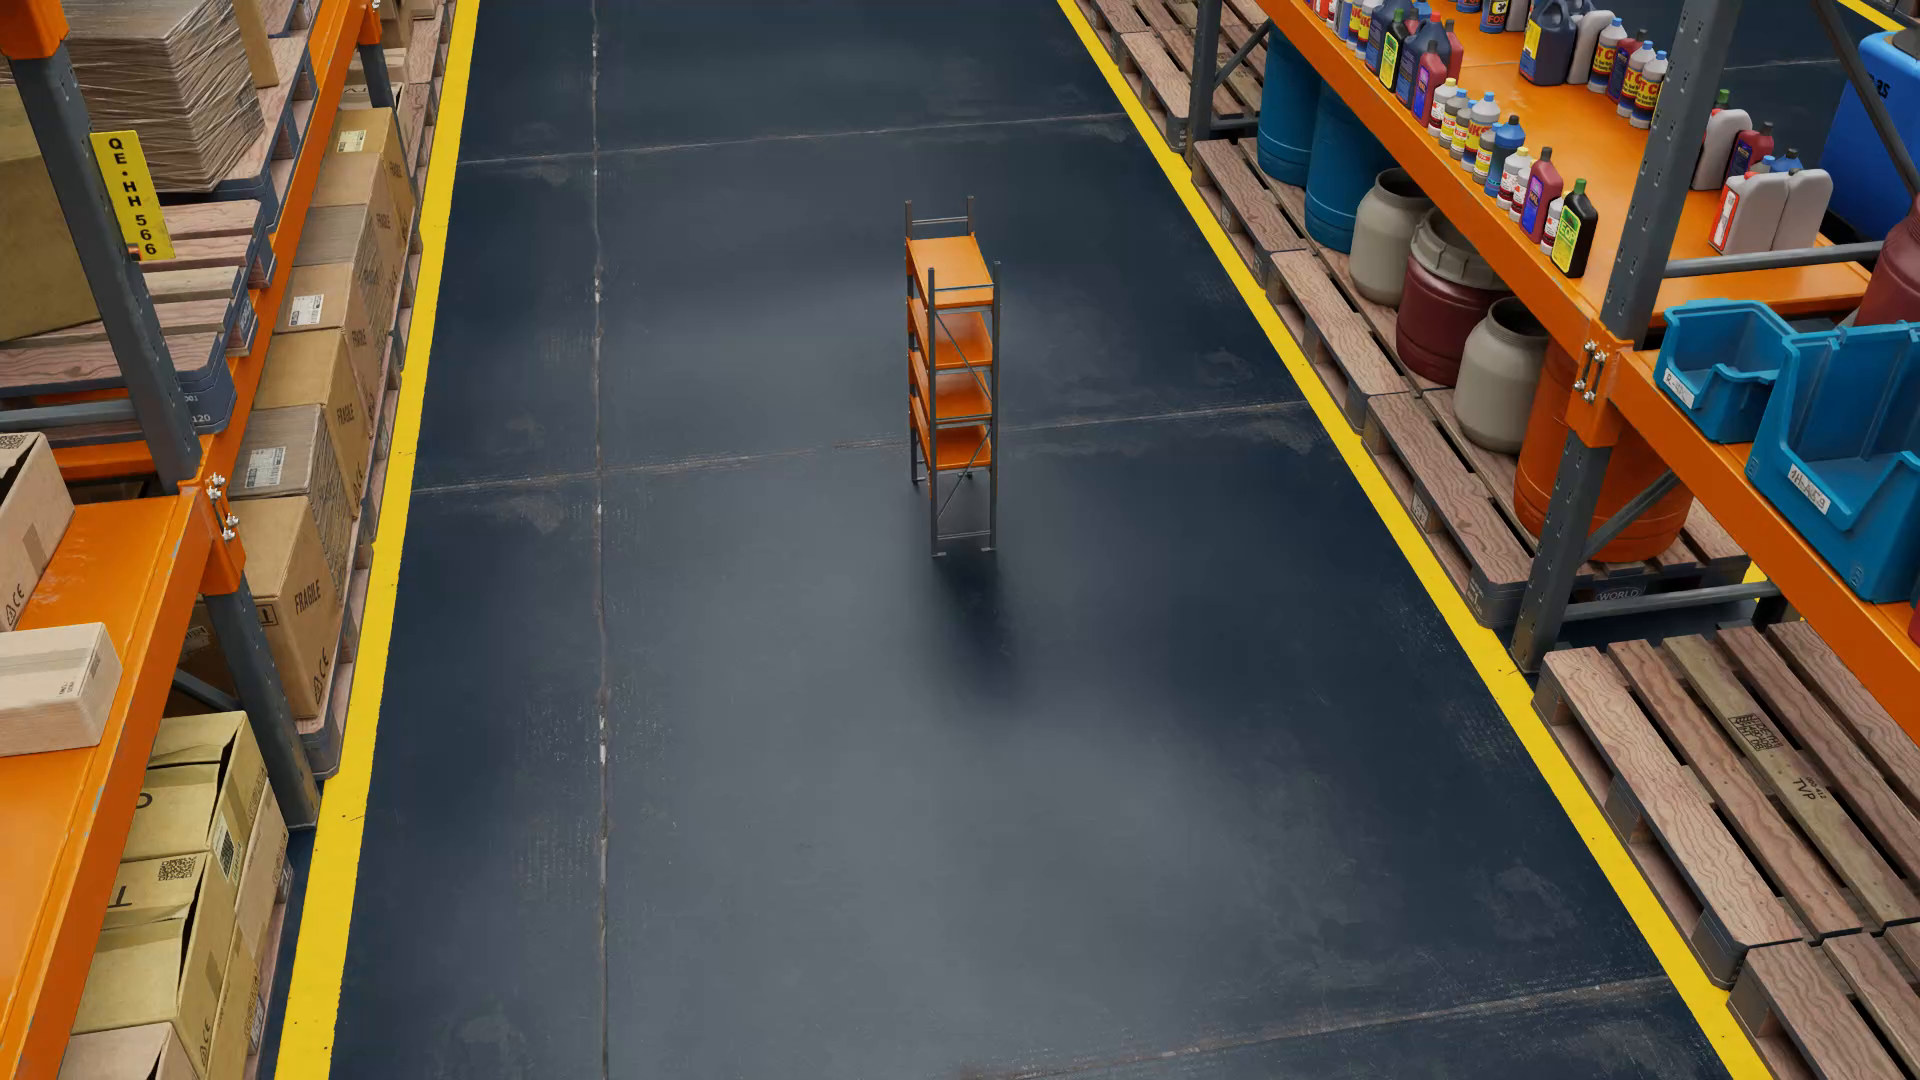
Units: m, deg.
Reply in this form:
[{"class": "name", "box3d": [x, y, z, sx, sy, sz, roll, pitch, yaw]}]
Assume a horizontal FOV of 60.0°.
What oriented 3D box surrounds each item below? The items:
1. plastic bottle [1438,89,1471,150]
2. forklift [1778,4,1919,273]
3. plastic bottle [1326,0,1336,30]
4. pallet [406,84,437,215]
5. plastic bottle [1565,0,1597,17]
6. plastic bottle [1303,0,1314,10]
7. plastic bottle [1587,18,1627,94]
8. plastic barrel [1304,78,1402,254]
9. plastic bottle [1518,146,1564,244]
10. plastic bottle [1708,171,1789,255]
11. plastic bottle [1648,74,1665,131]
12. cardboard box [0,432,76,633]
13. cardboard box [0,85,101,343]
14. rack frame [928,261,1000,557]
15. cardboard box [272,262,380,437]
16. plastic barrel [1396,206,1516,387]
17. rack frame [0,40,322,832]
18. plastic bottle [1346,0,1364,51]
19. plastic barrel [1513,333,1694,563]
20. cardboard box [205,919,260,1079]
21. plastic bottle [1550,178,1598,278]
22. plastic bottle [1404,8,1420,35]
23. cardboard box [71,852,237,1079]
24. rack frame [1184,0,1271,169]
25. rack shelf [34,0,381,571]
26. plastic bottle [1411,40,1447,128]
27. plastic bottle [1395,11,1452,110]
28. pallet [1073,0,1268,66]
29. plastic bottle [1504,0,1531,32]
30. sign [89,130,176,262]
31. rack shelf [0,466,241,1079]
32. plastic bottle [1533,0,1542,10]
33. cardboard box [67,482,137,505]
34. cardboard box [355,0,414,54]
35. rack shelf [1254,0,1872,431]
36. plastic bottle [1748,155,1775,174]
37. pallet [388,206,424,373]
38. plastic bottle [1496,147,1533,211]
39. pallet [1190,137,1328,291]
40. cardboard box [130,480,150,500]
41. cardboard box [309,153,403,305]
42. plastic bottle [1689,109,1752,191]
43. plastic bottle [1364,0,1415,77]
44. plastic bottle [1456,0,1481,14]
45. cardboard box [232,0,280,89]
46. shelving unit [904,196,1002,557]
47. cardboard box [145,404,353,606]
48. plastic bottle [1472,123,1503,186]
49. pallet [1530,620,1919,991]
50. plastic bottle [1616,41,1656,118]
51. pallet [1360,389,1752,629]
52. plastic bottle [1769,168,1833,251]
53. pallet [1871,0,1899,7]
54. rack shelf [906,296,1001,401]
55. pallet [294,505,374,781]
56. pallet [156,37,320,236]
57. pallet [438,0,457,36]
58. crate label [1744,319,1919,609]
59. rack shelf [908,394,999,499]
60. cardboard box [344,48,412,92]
[{"class": "plastic bottle", "box3d": [1.762, -1.497, 5.894, 0.097, 0.201, 0.097, 0, 38, 0]}, {"class": "forklift", "box3d": [4.762, -1.913, 6.324, 1.130, 2.935, 3.031, -8, 39, -10]}, {"class": "plastic bottle", "box3d": [1.558, -2.198, 6.796, 0.097, 0.201, 0.097, 0, 38, 0]}, {"class": "pallet", "box3d": [-3.300, -2.012, 8.668, 1.003, 0.211, 1.213, -6, 38, -8]}, {"class": "plastic bottle", "box3d": [2.373, -2.024, 6.451, 0.144, 0.351, 0.185, -6, 38, -8]}, {"class": "plastic bottle", "box3d": [1.496, -2.379, 6.963, 0.061, 0.283, 0.133, -6, 38, -8]}, {"class": "plastic bottle", "box3d": [2.444, -1.829, 6.264, 0.097, 0.271, 0.097, 0, 38, 0]}, {"class": "plastic barrel", "box3d": [1.899, -1.808, 7.500, 0.600, 0.901, 0.708, -6, 38, -8]}, {"class": "plastic bottle", "box3d": [1.866, -1.105, 5.322, 0.061, 0.283, 0.133, -6, 38, -8]}, {"class": "plastic bottle", "box3d": [2.490, -1.044, 5.250, 0.152, 0.276, 0.135, -6, 38, -8]}, {"class": "plastic bottle", "box3d": [2.540, -1.568, 5.918, 0.061, 0.283, 0.133, -6, 38, -8]}, {"class": "cardboard box", "box3d": [-2.459, -0.023, 3.907, 0.500, 0.311, 0.500, -4, 38, -5]}, {"class": "cardboard box", "box3d": [-2.701, -0.856, 4.483, 0.700, 0.500, 0.500, -19, 42, -23]}, {"class": "rack frame", "box3d": [0.014, -0.426, 5.821, 0.240, 1.200, 0.015, -6, 38, -8]}, {"class": "cardboard box", "box3d": [-2.555, -0.709, 6.396, 0.500, 0.500, 0.500, -7, 38, -9]}, {"class": "plastic barrel", "box3d": [2.097, -1.002, 6.719, 0.600, 0.588, 0.708, -6, 38, -8]}, {"class": "rack frame", "box3d": [-2.480, -0.283, 4.169, 1.000, 3.000, 0.127, -6, 38, -8]}, {"class": "plastic bottle", "box3d": [1.599, -2.085, 6.594, 0.097, 0.271, 0.097, 0, 38, 0]}, {"class": "plastic barrel", "box3d": [2.295, -0.416, 5.766, 0.600, 0.830, 0.708, -6, 38, -8]}, {"class": "cardboard box", "box3d": [-2.053, 1.240, 4.108, 0.500, 0.250, 0.500, -7, 38, -8]}, {"class": "plastic bottle", "box3d": [1.907, -0.965, 5.143, 0.061, 0.283, 0.133, -6, 38, -8]}, {"class": "plastic bottle", "box3d": [1.710, -1.855, 6.287, 0.061, 0.283, 0.133, -6, 38, -8]}, {"class": "cardboard box", "box3d": [-2.048, 1.019, 3.935, 0.500, 0.311, 0.500, -7, 38, -9]}, {"class": "rack frame", "box3d": [1.696, -3.229, 7.961, 1.000, 3.000, 0.127, -6, 38, -8]}, {"class": "rack shelf", "box3d": [-2.830, -1.206, 5.944, 1.077, 0.370, 4.000, -6, 38, -8]}, {"class": "plastic bottle", "box3d": [1.706, -1.656, 6.031, 0.061, 0.283, 0.133, -6, 38, -8]}, {"class": "plastic bottle", "box3d": [1.719, -1.783, 6.140, 0.144, 0.351, 0.185, -6, 38, -8]}, {"class": "pallet", "box3d": [1.312, -3.306, 10.334, 1.003, 0.211, 1.213, -6, 38, -8]}, {"class": "plastic bottle", "box3d": [2.300, -2.230, 6.777, 0.152, 0.276, 0.135, -6, 38, -8]}, {"class": "sign", "box3d": [-1.934, -0.801, 3.893, 0.100, 0.325, 0.005, -6, 38, -8]}, {"class": "rack shelf", "box3d": [-2.129, 1.210, 2.834, 1.077, 0.370, 4.000, -6, 38, -8]}, {"class": "plastic bottle", "box3d": [2.311, -2.074, 6.580, 0.097, 0.271, 0.097, 0, 38, 0]}, {"class": "cardboard box", "box3d": [-2.889, -0.338, 5.308, 0.500, 0.250, 0.500, -5, 38, -6]}, {"class": "cardboard box", "box3d": [-3.515, -3.021, 9.369, 0.797, 0.503, 0.637, -6, 38, -8]}, {"class": "rack shelf", "box3d": [2.047, -1.737, 6.627, 1.077, 0.370, 4.000, -6, 38, -8]}, {"class": "plastic bottle", "box3d": [2.630, -1.162, 5.463, 0.097, 0.201, 0.097, 0, 38, 0]}, {"class": "pallet", "box3d": [-3.001, -1.110, 7.507, 1.003, 0.211, 1.213, -6, 38, -8]}, {"class": "plastic bottle", "box3d": [1.847, -1.203, 5.515, 0.097, 0.201, 0.097, 0, 38, 0]}, {"class": "pallet", "box3d": [1.791, -1.657, 8.211, 1.003, 0.211, 1.213, -6, 38, -8]}, {"class": "cardboard box", "box3d": [-2.875, -0.009, 5.495, 0.500, 0.500, 0.500, -5, 38, -6]}, {"class": "cardboard box", "box3d": [-2.734, -1.318, 7.181, 0.500, 0.500, 0.500, -6, 38, -8]}, {"class": "plastic bottle", "box3d": [2.559, -1.340, 5.630, 0.152, 0.276, 0.135, -6, 38, -8]}, {"class": "plastic bottle", "box3d": [1.664, -1.975, 6.388, 0.144, 0.351, 0.185, -6, 38, -8]}, {"class": "plastic bottle", "box3d": [2.140, -2.344, 6.927, 0.097, 0.271, 0.097, 0, 38, 0]}, {"class": "cardboard box", "box3d": [-2.810, -1.843, 5.754, 0.700, 0.500, 0.500, -16, 41, -19]}, {"class": "shelving unit", "box3d": [-0.029, -0.574, 6.011, 0.258, 1.200, 0.503, -6, 38, -8]}, {"class": "cardboard box", "box3d": [-2.375, -0.090, 5.600, 0.500, 0.500, 0.500, -8, 38, -10]}, {"class": "plastic bottle", "box3d": [1.813, -1.320, 5.667, 0.097, 0.201, 0.097, 0, 38, 0]}, {"class": "pallet", "box3d": [2.495, 0.760, 5.099, 1.003, 0.211, 1.213, -6, 38, -8]}, {"class": "plastic bottle", "box3d": [2.485, -1.690, 6.085, 0.097, 0.271, 0.097, 0, 38, 0]}, {"class": "pallet", "box3d": [2.218, -0.184, 6.314, 1.003, 0.211, 1.213, -6, 38, -8]}, {"class": "plastic bottle", "box3d": [2.640, -1.060, 5.271, 0.152, 0.276, 0.135, -6, 38, -8]}, {"class": "pallet", "box3d": [6.299, -3.867, 11.055, 1.003, 0.211, 1.213, -6, 38, -8]}, {"class": "rack shelf", "box3d": [-0.029, -0.697, 5.915, 0.258, 0.148, 0.480, -6, 38, -8]}, {"class": "pallet", "box3d": [-2.573, 0.364, 5.610, 1.003, 0.211, 1.213, -6, 38, -8]}, {"class": "pallet", "box3d": [-2.825, -1.381, 5.739, 1.003, 0.211, 1.213, -6, 38, -8]}, {"class": "pallet", "box3d": [-3.728, -3.486, 10.565, 1.003, 0.211, 1.213, -6, 38, -8]}, {"class": "crate label", "box3d": [2.305, -0.198, 4.031, 0.502, 0.435, 0.616, -6, 38, -8]}, {"class": "rack shelf", "box3d": [-0.029, -0.364, 6.174, 0.258, 0.148, 0.480, -6, 38, -8]}, {"class": "cardboard box", "box3d": [-3.203, -2.552, 9.040, 0.380, 0.166, 0.250, -6, 38, -8]}]
